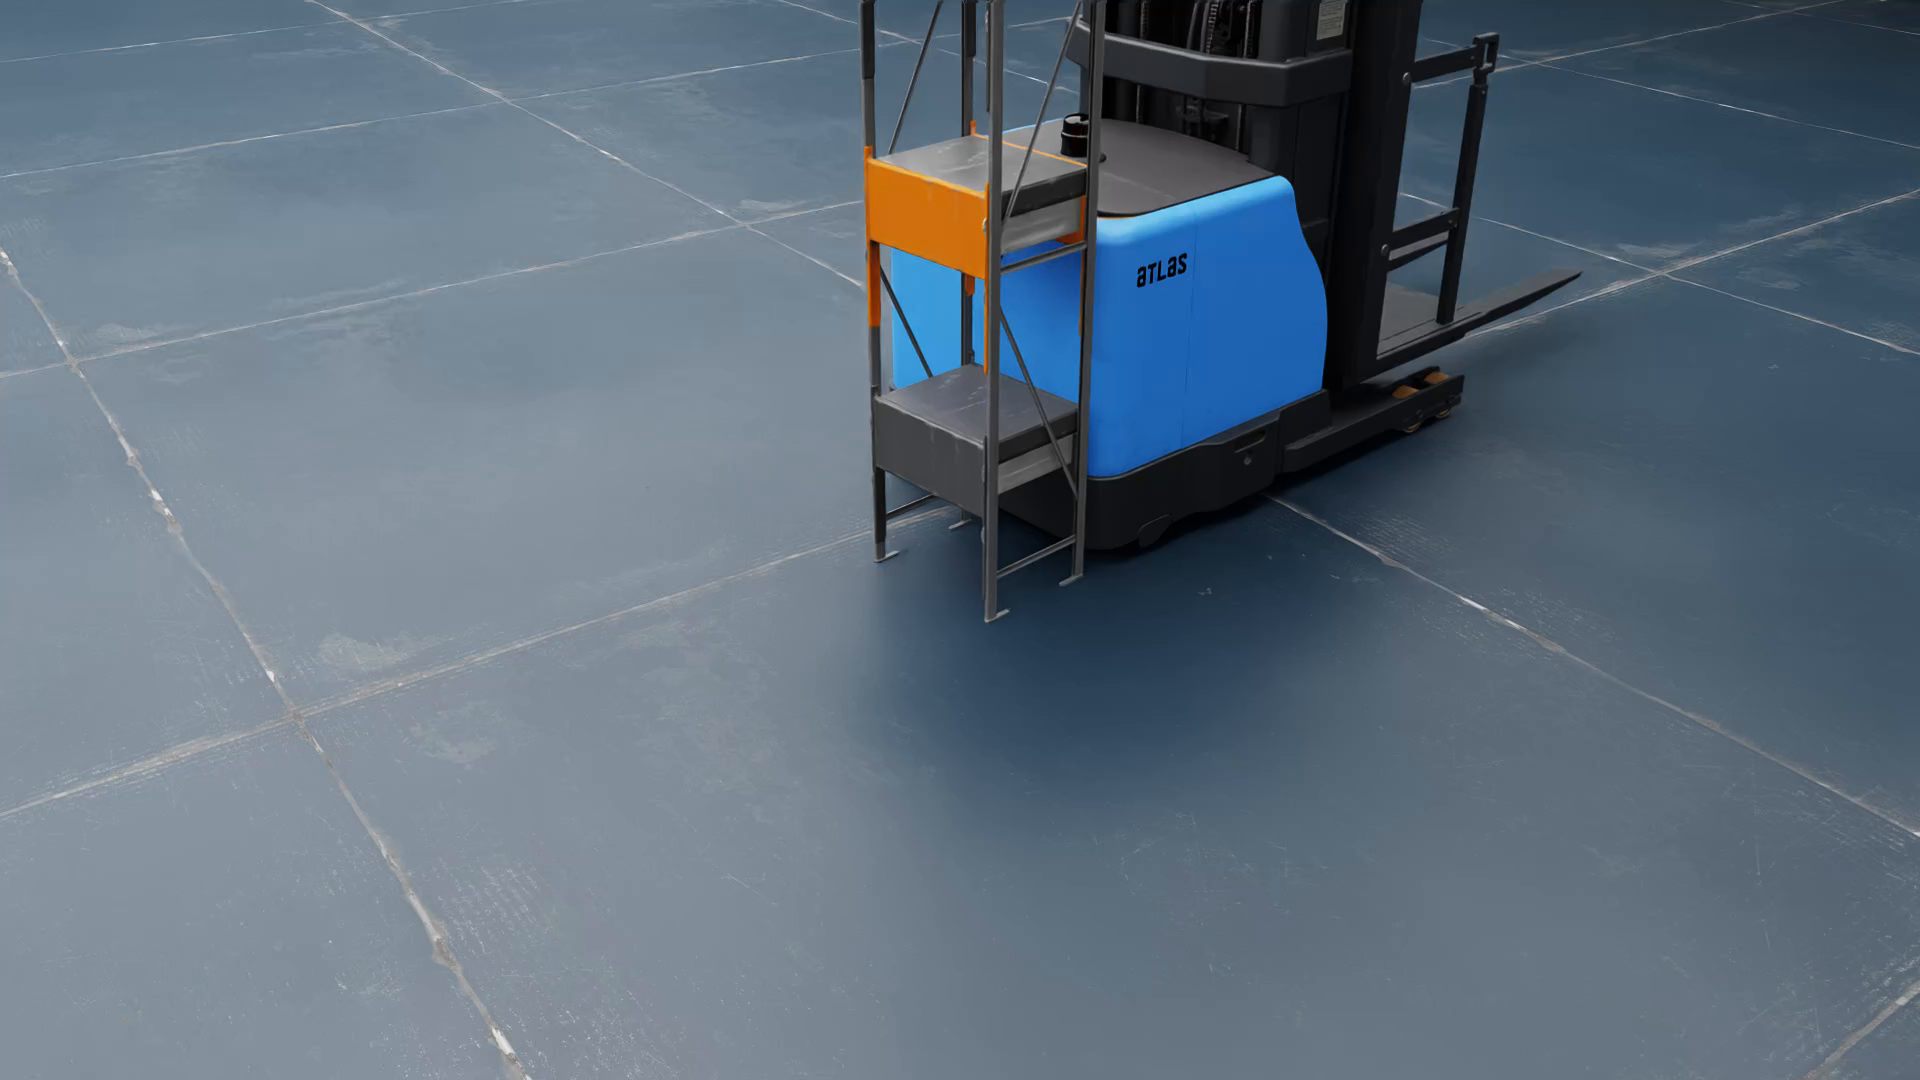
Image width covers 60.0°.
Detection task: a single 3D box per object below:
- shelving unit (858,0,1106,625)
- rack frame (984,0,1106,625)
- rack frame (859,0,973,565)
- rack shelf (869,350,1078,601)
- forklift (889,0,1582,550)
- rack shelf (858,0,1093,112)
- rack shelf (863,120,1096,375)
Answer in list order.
[{"bbox_3d":[0.054,-0.830,4.579,0.431,2.100,0.503,-24,37,-37],"label":"shelving unit"},{"bbox_3d":[0.221,-0.745,4.422,0.400,2.100,0.015,-24,37,-37],"label":"rack frame"},{"bbox_3d":[-0.113,-0.915,4.735,0.400,2.100,0.015,-24,37,-37],"label":"rack frame"},{"bbox_3d":[0.054,-0.203,4.919,0.431,0.518,0.480,-24,37,-37],"label":"rack shelf"},{"bbox_3d":[1.200,-1.839,5.564,3.031,2.935,1.130,-23,36,-36],"label":"forklift"},{"bbox_3d":[0.054,-1.433,4.251,0.431,0.518,0.480,-24,37,-37],"label":"rack shelf"},{"bbox_3d":[0.054,-0.818,4.585,0.431,0.518,0.480,-24,37,-37],"label":"rack shelf"}]
